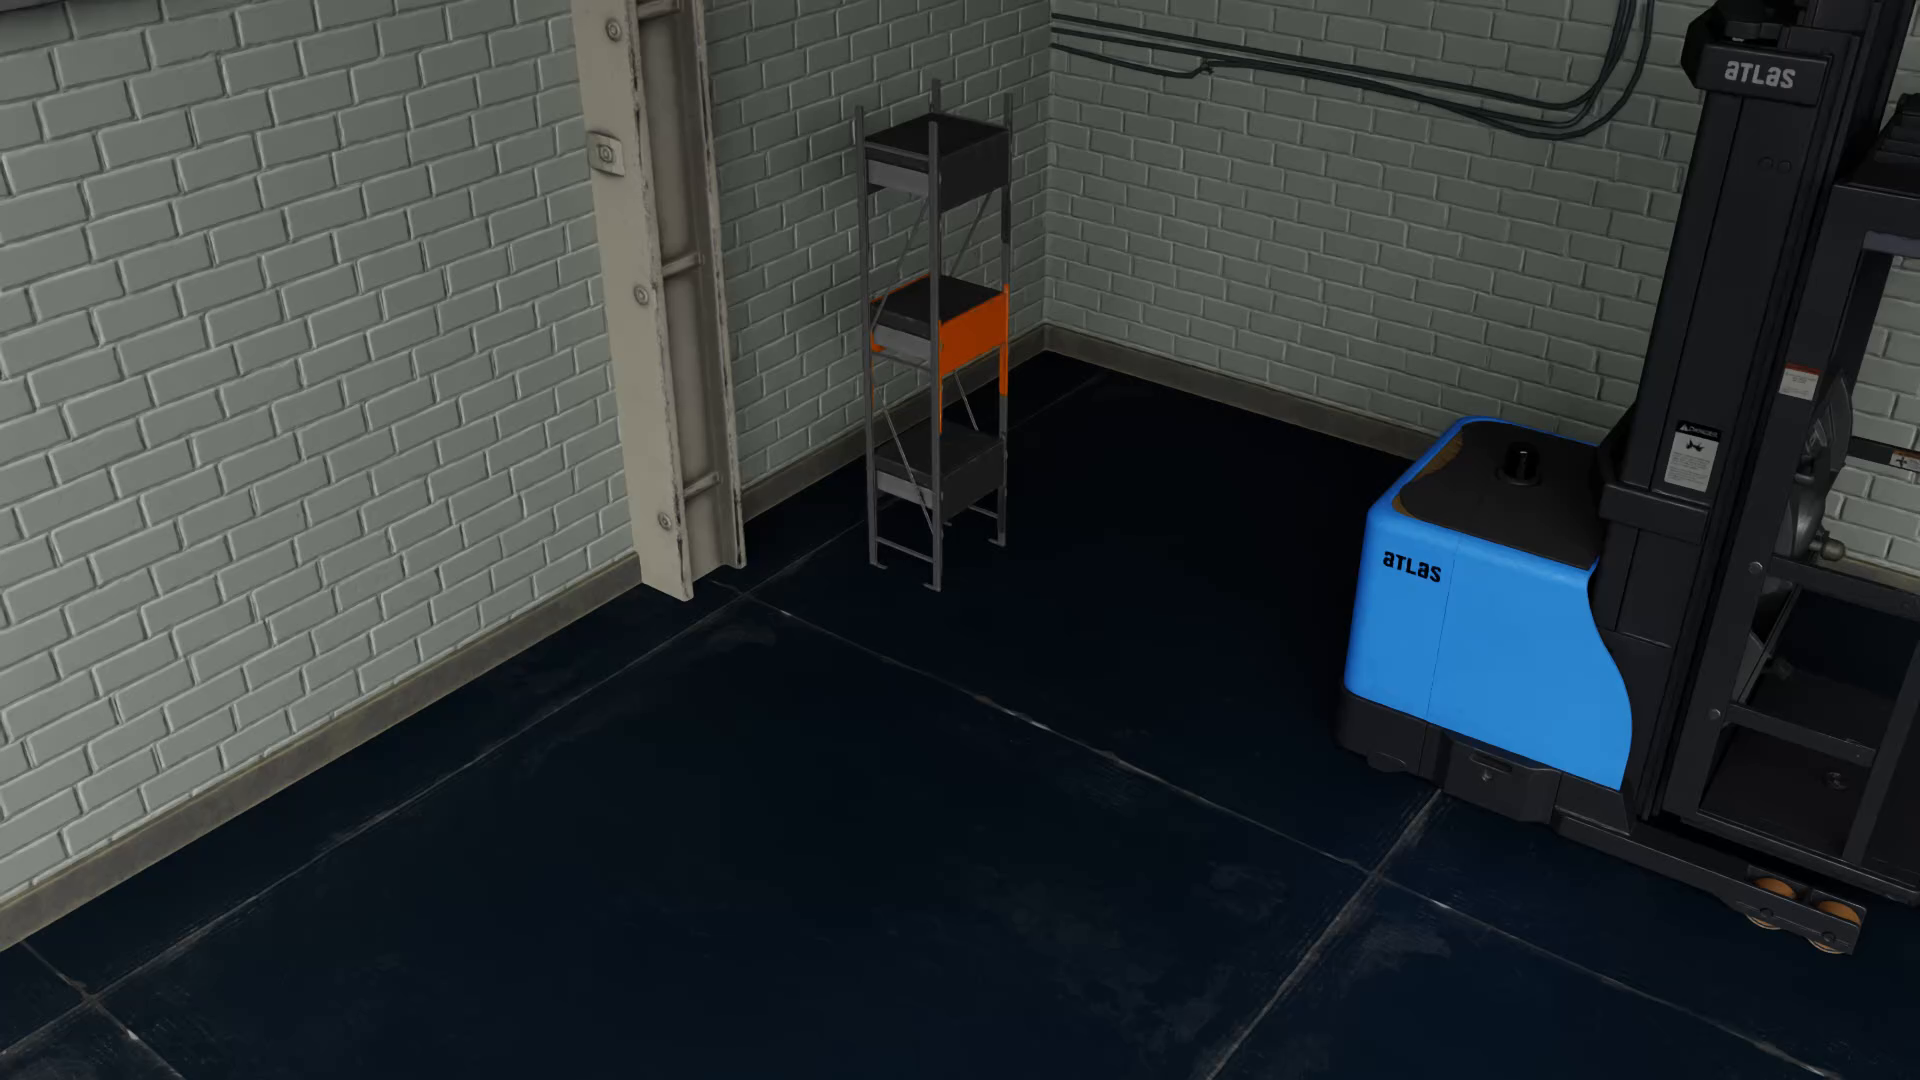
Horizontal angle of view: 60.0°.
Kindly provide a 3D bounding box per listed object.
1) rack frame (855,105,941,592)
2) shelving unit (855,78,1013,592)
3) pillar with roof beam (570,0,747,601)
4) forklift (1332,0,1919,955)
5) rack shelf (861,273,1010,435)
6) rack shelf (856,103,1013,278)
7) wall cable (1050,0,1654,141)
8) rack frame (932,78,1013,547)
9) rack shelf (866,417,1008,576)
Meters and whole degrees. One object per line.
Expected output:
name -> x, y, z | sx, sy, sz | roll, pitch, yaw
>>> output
rack frame -> -0.247, -0.737, 6.934 | 0.400, 2.100, 0.015 | 21, 37, 31
shelving unit -> -0.100, -0.836, 7.101 | 0.431, 2.100, 0.503 | 21, 37, 31
pillar with roof beam -> 2.225, -2.403, 2.978 | 9.100, 9.000, 0.400 | 21, 37, 31
forklift -> 2.920, -0.214, 5.236 | 3.031, 2.935, 1.130 | 20, 36, 30
rack shelf -> -0.100, -0.824, 7.108 | 0.431, 0.518, 0.480 | 21, 37, 31
rack shelf -> -0.100, -1.426, 6.751 | 0.431, 0.518, 0.480 | 21, 37, 31
wall cable -> 1.626, -3.182, 7.339 | 3.097, 2.526, 0.112 | 21, 37, 31
rack frame -> 0.047, -0.935, 7.268 | 0.400, 2.100, 0.015 | 21, 37, 31
rack shelf -> -0.100, -0.222, 7.465 | 0.431, 0.518, 0.480 | 21, 37, 31
